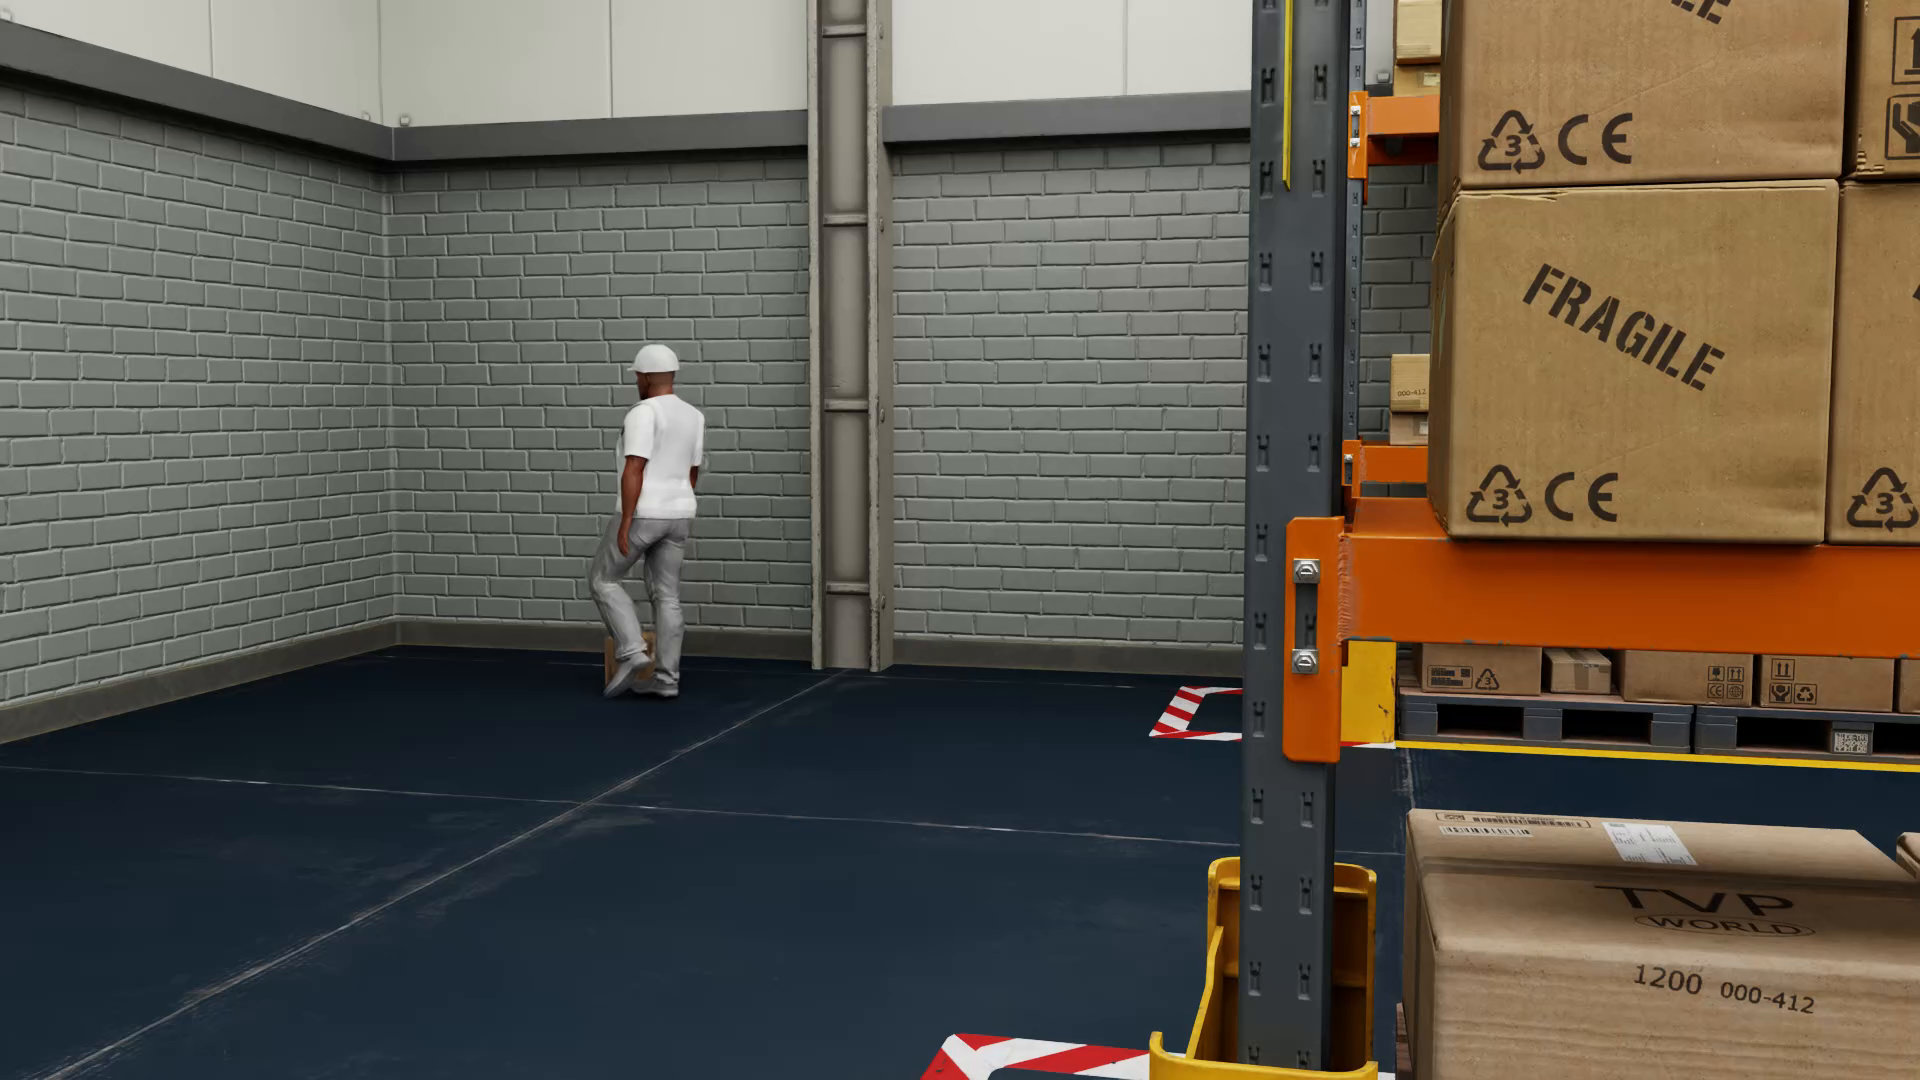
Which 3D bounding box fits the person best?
[{"bbox_3d":[-1.577,-0.100,8.425,0.483,1.769,0.634,3,6,35],"label":"person"}]
